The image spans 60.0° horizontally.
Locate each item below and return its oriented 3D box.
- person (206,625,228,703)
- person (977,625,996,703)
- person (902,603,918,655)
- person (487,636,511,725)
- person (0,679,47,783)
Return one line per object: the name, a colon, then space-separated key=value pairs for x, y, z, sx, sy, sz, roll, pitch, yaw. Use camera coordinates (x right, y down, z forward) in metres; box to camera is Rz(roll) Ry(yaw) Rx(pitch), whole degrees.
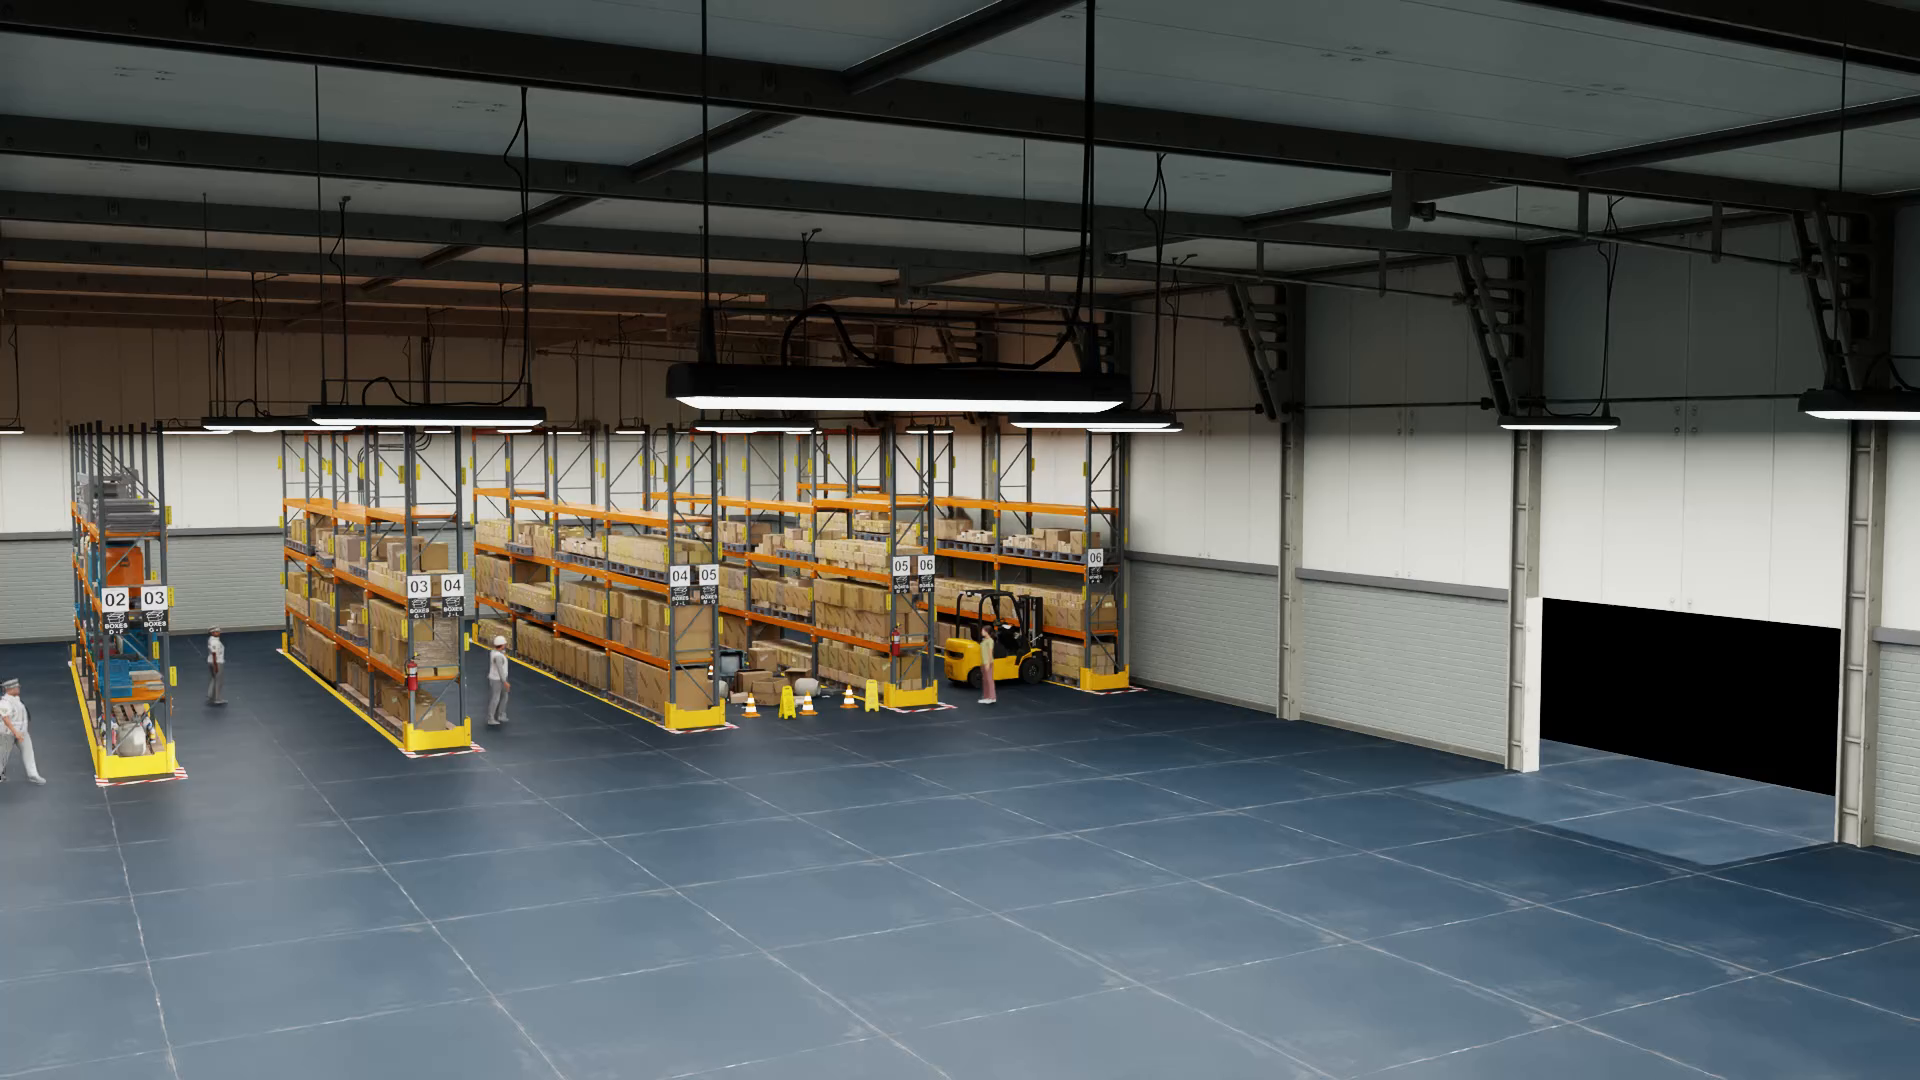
person: x=-15.993 y=2.662 z=35.793 sx=0.495 sy=1.692 sz=0.433 roll=3 pitch=5 yaw=41
person: x=0.592 y=2.678 z=35.807 sx=0.354 sy=1.691 sz=0.493 roll=-1 pitch=4 yaw=-21
person: x=-1.260 y=2.144 z=41.895 sx=0.582 sy=1.694 sz=0.600 roll=0 pitch=4 yaw=7
person: x=-9.219 y=2.806 z=33.264 sx=0.491 sy=1.801 sz=0.667 roll=-1 pitch=4 yaw=-10
person: x=-15.573 y=3.143 z=27.399 sx=1.034 sy=1.713 sz=0.516 roll=2 pitch=4 yaw=28
